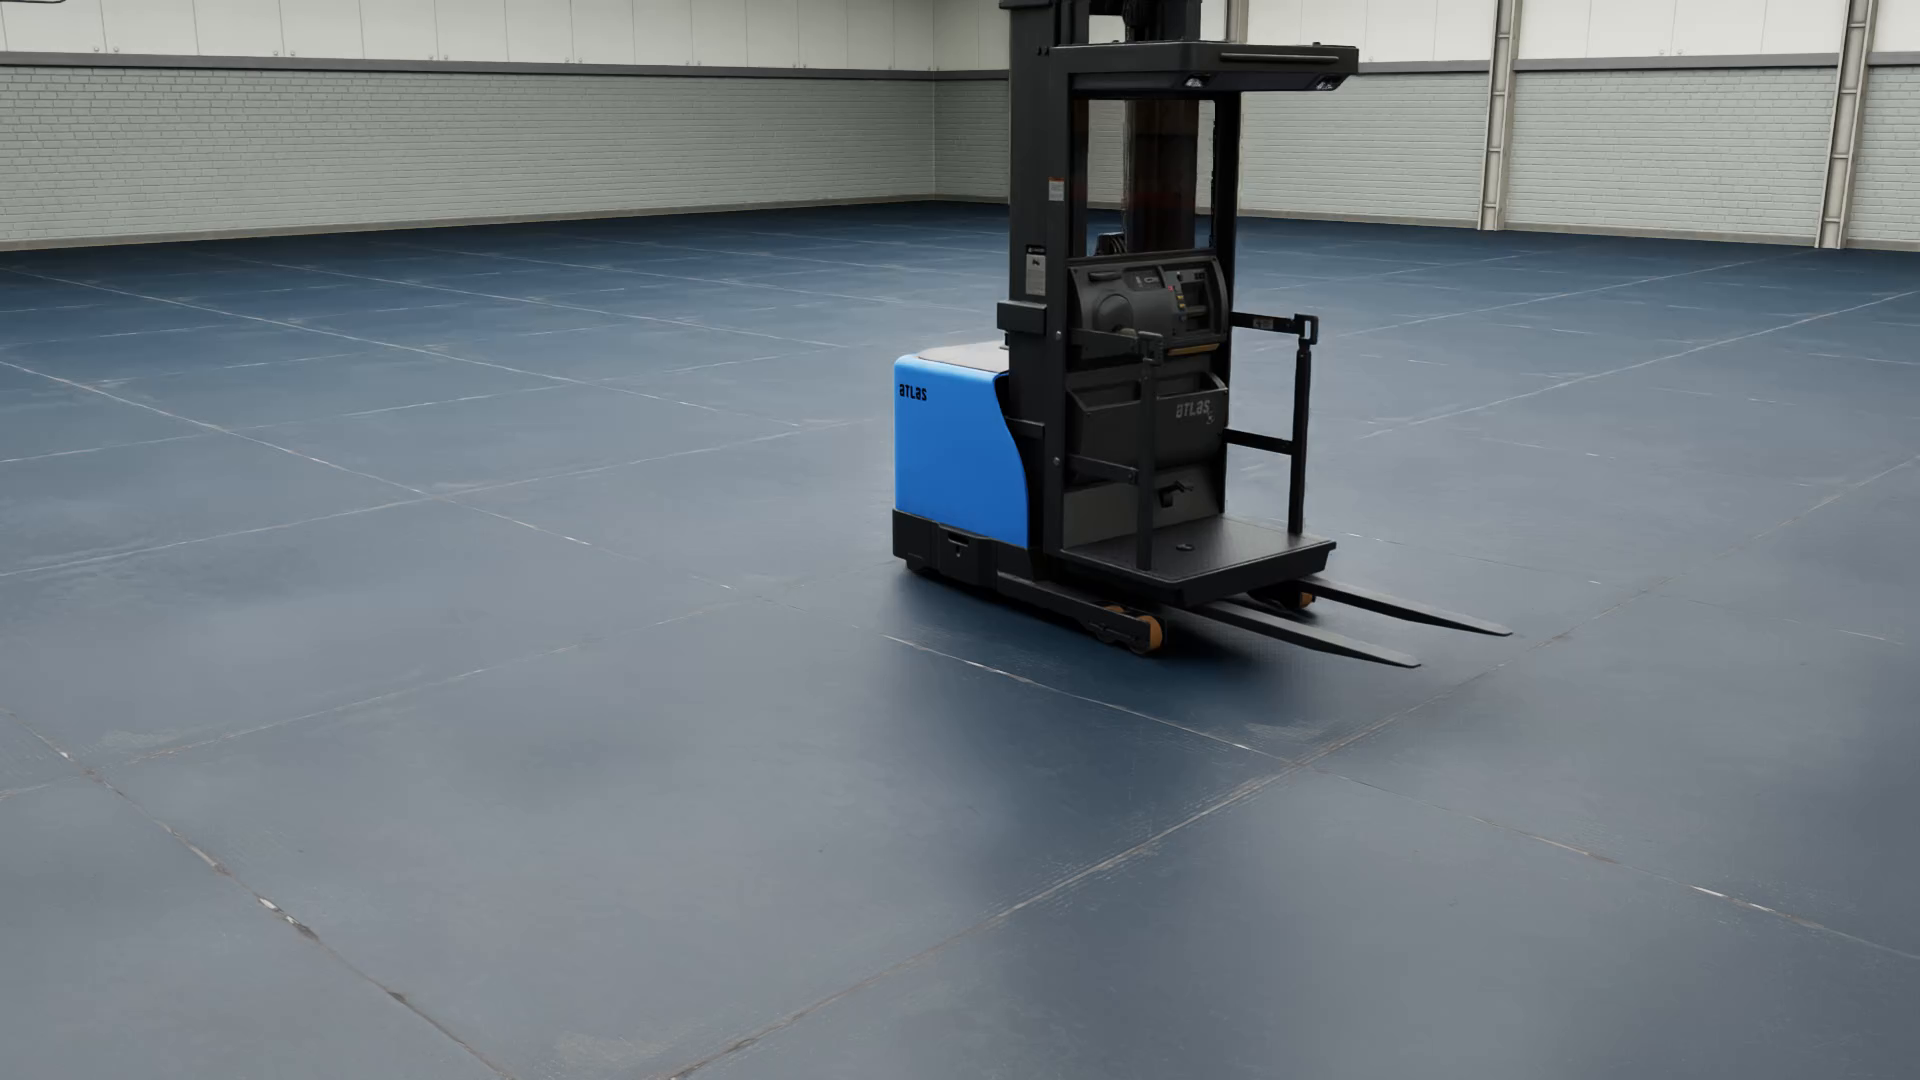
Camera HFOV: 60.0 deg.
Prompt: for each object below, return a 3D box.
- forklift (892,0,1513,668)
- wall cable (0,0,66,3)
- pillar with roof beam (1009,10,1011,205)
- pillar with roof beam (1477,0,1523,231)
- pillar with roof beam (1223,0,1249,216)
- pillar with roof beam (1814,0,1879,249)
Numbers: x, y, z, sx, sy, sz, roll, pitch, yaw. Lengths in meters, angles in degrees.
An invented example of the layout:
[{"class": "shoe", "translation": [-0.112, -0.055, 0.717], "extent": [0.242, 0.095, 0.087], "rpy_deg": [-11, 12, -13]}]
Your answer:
[{"class": "forklift", "translation": [0.986, -1.075, 7.244], "extent": [1.130, 2.935, 3.031], "rpy_deg": [-12, 19, -38]}, {"class": "wall cable", "translation": [-15.055, -10.735, 25.540], "extent": [0.169, 6.003, 2.305], "rpy_deg": [14, 20, 42]}, {"class": "pillar with roof beam", "translation": [-1.577, -11.549, 35.411], "extent": [0.400, 9.000, 9.100], "rpy_deg": [14, 20, 42]}, {"class": "pillar with roof beam", "translation": [7.061, -9.449, 27.350], "extent": [0.400, 9.000, 9.100], "rpy_deg": [14, 20, 42]}, {"class": "pillar with roof beam", "translation": [2.742, -10.499, 31.381], "extent": [0.400, 9.000, 9.100], "rpy_deg": [14, 20, 42]}, {"class": "pillar with roof beam", "translation": [11.381, -8.399, 23.320], "extent": [0.400, 9.000, 9.100], "rpy_deg": [14, 20, 42]}]
